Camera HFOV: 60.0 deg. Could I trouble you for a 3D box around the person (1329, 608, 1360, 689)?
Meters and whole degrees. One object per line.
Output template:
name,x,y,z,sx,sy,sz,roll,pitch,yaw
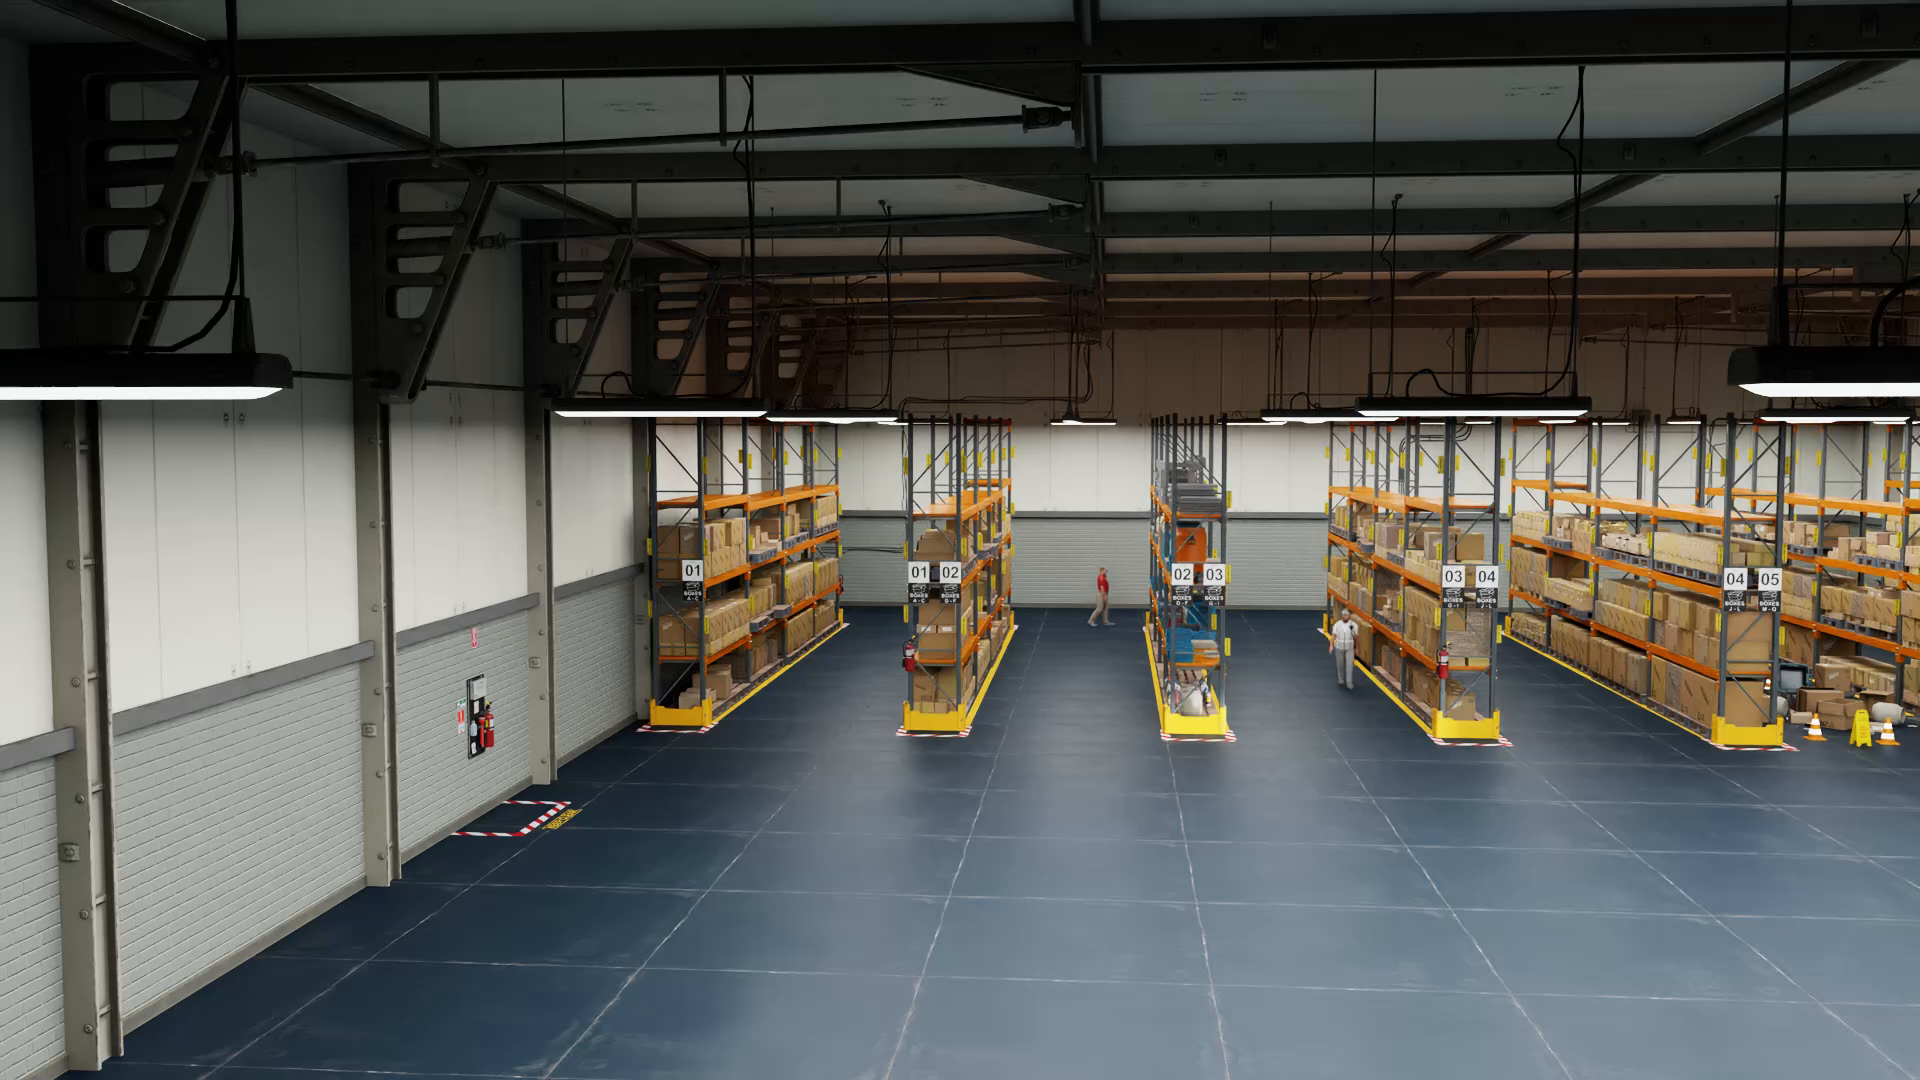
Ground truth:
person,8.487,2.364,36.695,0.661,1.715,1.024,1,4,11

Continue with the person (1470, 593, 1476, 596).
person,14.421,1.743,46.795,0.504,1.600,0.986,3,5,41

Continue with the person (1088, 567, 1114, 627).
person,4.065,1.631,47.948,0.738,1.712,0.598,0,4,7
